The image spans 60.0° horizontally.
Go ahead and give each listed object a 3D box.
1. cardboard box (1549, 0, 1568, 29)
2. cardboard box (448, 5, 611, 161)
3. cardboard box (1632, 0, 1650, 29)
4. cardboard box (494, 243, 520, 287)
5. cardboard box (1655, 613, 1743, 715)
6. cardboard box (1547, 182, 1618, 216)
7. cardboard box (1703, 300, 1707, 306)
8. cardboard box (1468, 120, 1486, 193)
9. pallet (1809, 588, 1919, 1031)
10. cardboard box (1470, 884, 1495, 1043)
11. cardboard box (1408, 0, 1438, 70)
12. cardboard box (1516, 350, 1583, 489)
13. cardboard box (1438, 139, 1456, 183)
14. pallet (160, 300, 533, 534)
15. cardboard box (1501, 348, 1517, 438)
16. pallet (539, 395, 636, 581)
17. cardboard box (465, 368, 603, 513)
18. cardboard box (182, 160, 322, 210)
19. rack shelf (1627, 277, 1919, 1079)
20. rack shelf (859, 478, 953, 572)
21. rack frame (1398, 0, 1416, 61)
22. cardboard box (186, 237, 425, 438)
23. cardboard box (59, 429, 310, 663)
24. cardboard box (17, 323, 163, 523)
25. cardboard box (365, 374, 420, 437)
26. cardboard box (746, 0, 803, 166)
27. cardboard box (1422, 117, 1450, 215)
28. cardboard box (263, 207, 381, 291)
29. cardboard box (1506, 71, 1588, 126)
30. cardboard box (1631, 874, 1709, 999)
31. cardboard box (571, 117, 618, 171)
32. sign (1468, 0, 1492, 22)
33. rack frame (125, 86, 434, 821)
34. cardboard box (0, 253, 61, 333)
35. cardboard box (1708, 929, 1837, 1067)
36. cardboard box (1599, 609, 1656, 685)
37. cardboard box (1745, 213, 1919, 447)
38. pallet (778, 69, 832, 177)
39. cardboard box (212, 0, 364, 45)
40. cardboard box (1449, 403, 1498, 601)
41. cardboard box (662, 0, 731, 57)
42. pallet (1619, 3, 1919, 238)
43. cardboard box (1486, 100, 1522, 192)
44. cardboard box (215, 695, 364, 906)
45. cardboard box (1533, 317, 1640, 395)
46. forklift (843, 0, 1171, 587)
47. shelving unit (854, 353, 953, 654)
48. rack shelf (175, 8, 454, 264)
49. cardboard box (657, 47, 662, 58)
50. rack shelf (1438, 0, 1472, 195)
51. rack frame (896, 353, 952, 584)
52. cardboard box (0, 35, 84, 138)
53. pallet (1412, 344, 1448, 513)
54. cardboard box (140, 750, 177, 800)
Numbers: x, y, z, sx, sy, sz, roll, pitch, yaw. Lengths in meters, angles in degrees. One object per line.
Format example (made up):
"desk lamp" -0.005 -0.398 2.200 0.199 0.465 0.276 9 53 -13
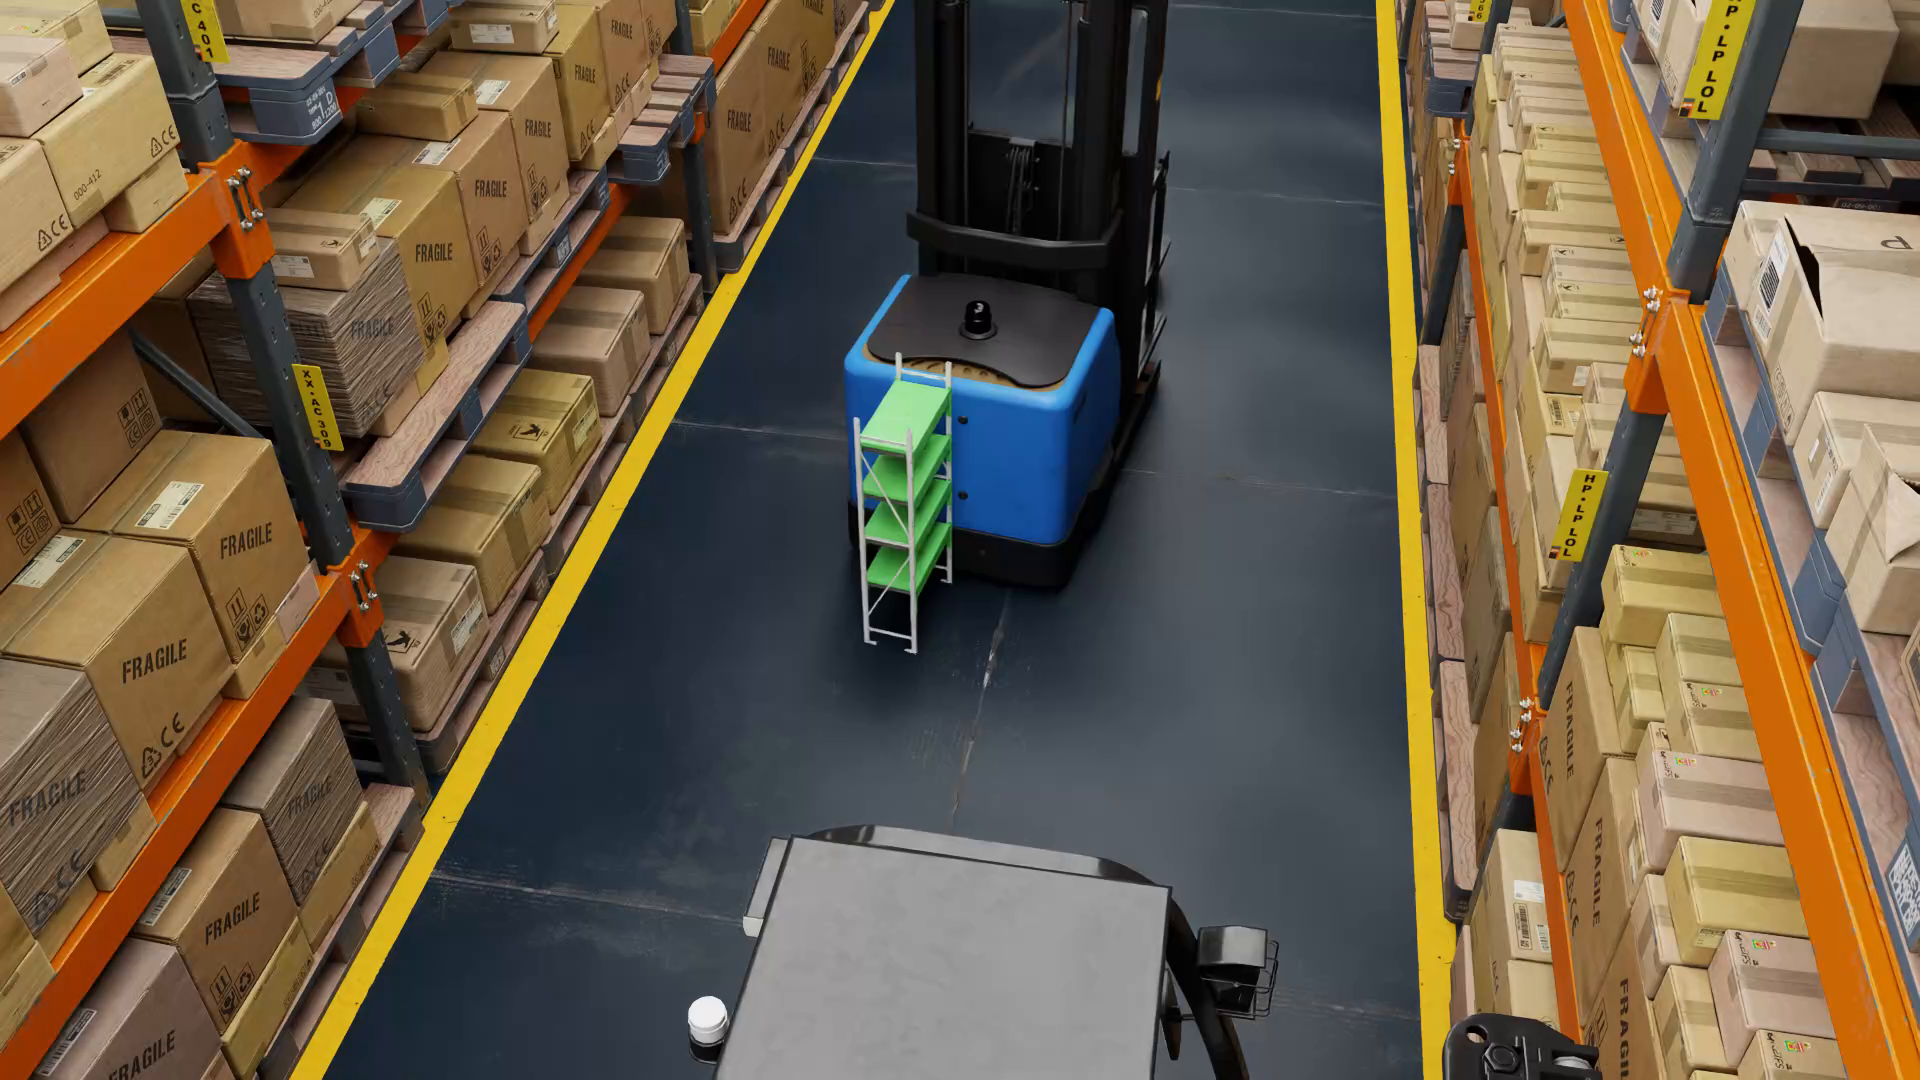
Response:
"cardboard box" 3.231 -2.615 8.247 0.500 0.500 0.500 8 40 10
"cardboard box" -1.871 -2.010 7.283 0.500 0.500 0.500 4 40 5
"cardboard box" 2.187 -1.581 4.841 0.380 0.149 0.250 6 40 8
"cardboard box" -2.031 -1.174 6.780 0.380 0.149 0.250 7 40 8
"cardboard box" 2.010 0.342 4.258 0.380 0.149 0.250 7 40 8
"cardboard box" 2.480 -1.245 6.411 0.380 0.149 0.250 6 40 8
"cardboard box" 2.841 -0.878 5.967 0.380 0.149 0.250 6 40 7
"cardboard box" 2.671 -1.799 7.787 0.500 0.250 0.500 7 40 8
"pallet" 1.960 0.581 2.505 1.003 0.211 1.213 6 40 8
"cardboard box" 1.908 1.376 5.264 0.500 0.250 0.500 6 40 7
"cardboard box" 3.375 -3.539 11.405 0.500 0.500 0.500 8 40 10
"cardboard box" 2.211 -0.393 5.694 0.500 0.250 0.500 5 40 7
"cardboard box" 2.841 -2.070 9.119 0.380 0.149 0.250 4 40 5
"pallet" -2.318 -0.533 6.288 1.003 0.211 1.213 6 40 8
"cardboard box" 2.323 -0.510 6.227 0.500 0.250 0.500 7 40 8
"pallet" -2.251 -0.325 8.075 1.003 0.211 1.213 6 40 8
"cardboard box" -2.265 -0.510 7.842 0.950 0.372 0.625 8 40 9
"cardboard box" -2.655 -1.085 6.163 0.500 0.500 0.500 7 40 8
"rack shelf" 1.950 0.778 2.762 1.077 0.370 4.000 6 40 8
"rack shelf" -0.227 -0.091 7.115 0.258 0.148 0.480 12 41 14
"rack frame" 3.680 -4.619 11.079 1.000 3.000 0.127 6 40 8
"cardboard box" -2.230 -0.721 5.723 0.500 0.500 0.500 7 40 9
"cardboard box" -2.425 0.010 5.169 0.500 0.500 0.500 5 40 7
"cardboard box" -2.883 -0.430 4.916 0.700 0.500 0.500 6 40 7
"cardboard box" -2.187 -0.520 5.990 0.380 0.149 0.250 7 40 8
"cardboard box" -1.541 -2.980 10.435 0.875 0.875 0.875 7 40 8
"cardboard box" 3.034 -2.238 9.832 0.500 0.500 0.500 8 40 10
"cardboard box" -2.164 -0.964 5.509 0.380 0.149 0.250 6 40 7
"cardboard box" 2.579 -1.898 7.201 0.380 0.149 0.250 7 40 9
"cardboard box" 1.758 0.925 3.787 0.380 0.149 0.250 6 40 7
"cardboard box" -1.786 -1.816 7.557 0.380 0.149 0.250 7 40 8
"sign" 2.452 -2.578 7.765 0.100 0.325 0.005 6 40 8
"rack frame" -2.593 -0.143 5.666 1.000 3.000 0.127 6 40 8
"cardboard box" -2.499 -0.659 4.133 0.380 0.149 0.250 7 40 8
"cardboard box" 1.804 0.983 3.483 0.380 0.149 0.250 6 40 7
"cardboard box" 1.982 0.284 4.561 0.380 0.149 0.250 6 40 7
"cardboard box" 1.912 -0.425 3.315 0.500 0.311 0.500 7 40 9
"pallet" -1.477 -2.829 11.103 1.003 0.211 1.213 6 40 8
"cardboard box" -2.097 -1.726 5.014 0.500 0.250 0.500 5 40 6
"cardboard box" 2.645 -0.132 7.186 0.875 0.625 0.625 5 40 6
"cardboard box" -1.569 -2.875 9.088 0.500 0.250 0.500 6 40 7
"pallet" 2.436 -1.236 4.783 0.805 0.209 1.217 5 40 6
"cardboard box" 2.583 -1.678 7.248 0.500 0.250 0.500 8 40 9
"cardboard box" -2.432 0.867 5.685 0.500 0.500 0.500 6 40 7
"cardboard box" 2.172 -0.617 5.652 0.380 0.149 0.250 5 40 6
"forklift" 0.425 -1.864 7.802 1.130 2.935 3.031 12 41 14
"shelving unit" -0.227 -0.140 7.074 0.258 1.200 0.503 12 41 14
"rack shelf" -2.247 -2.277 6.458 1.077 0.370 4.000 6 40 8
"cardboard box" -1.726 -2.487 8.368 0.380 0.149 0.250 8 40 9
"rack shelf" 3.334 -3.087 9.791 1.077 0.370 4.000 6 40 8
"rack frame" -0.151 -0.288 7.253 0.240 1.200 0.015 12 41 14
"cardboard box" -2.403 -1.115 4.059 0.380 0.149 0.250 5 40 7
"pallet" 2.807 -0.522 8.312 1.003 0.211 1.213 6 40 8
"cardboard box" -2.564 0.656 4.897 0.380 0.149 0.250 6 40 7
